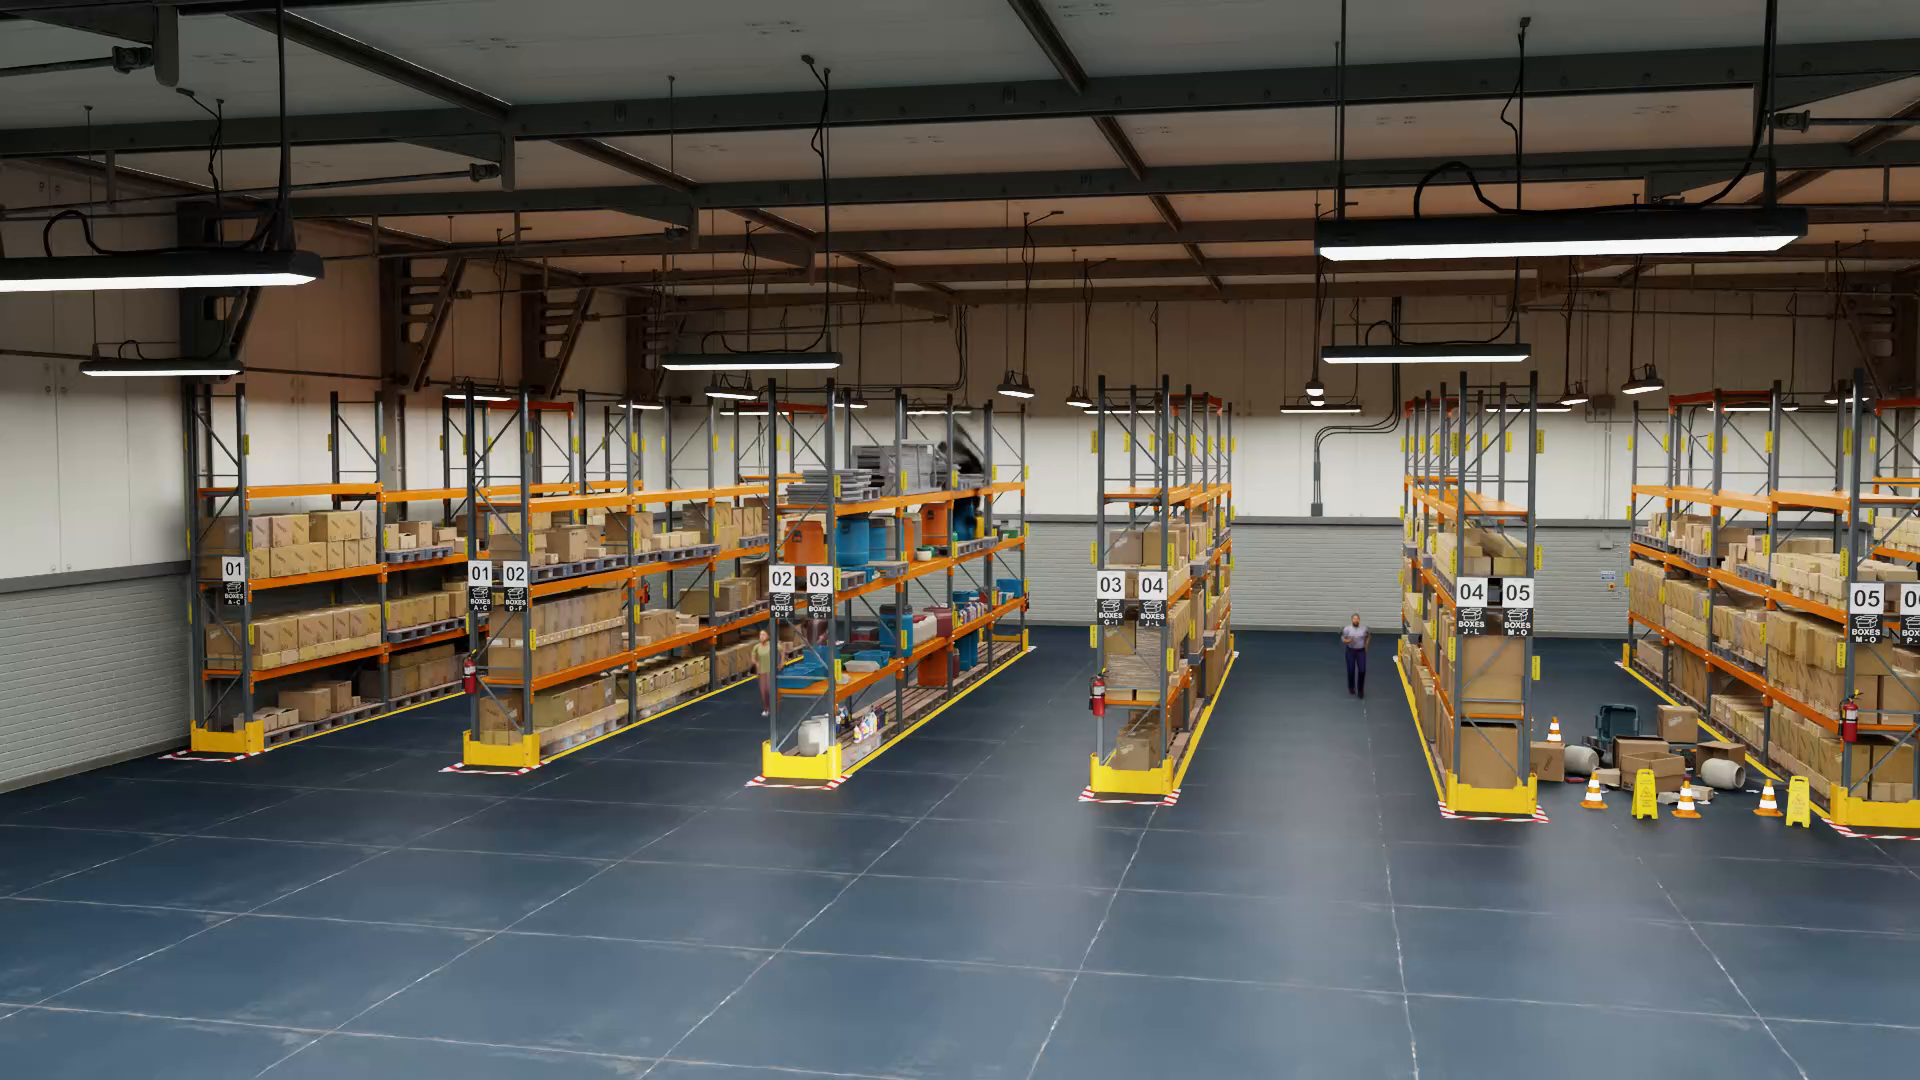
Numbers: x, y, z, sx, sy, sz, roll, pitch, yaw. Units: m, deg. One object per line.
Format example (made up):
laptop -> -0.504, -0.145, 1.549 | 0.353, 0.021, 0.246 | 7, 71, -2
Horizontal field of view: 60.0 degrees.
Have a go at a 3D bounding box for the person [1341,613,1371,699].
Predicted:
person -> 7.856, 2.313, 32.983 | 0.582, 1.683, 0.680 | 1, 3, 10

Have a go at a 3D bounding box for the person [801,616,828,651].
person -> -2.965, 2.182, 34.141 | 0.688, 1.765, 0.579 | 0, 3, 5

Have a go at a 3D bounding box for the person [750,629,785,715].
person -> -3.539, 2.437, 30.500 | 0.596, 1.622, 0.716 | 0, 3, 7
